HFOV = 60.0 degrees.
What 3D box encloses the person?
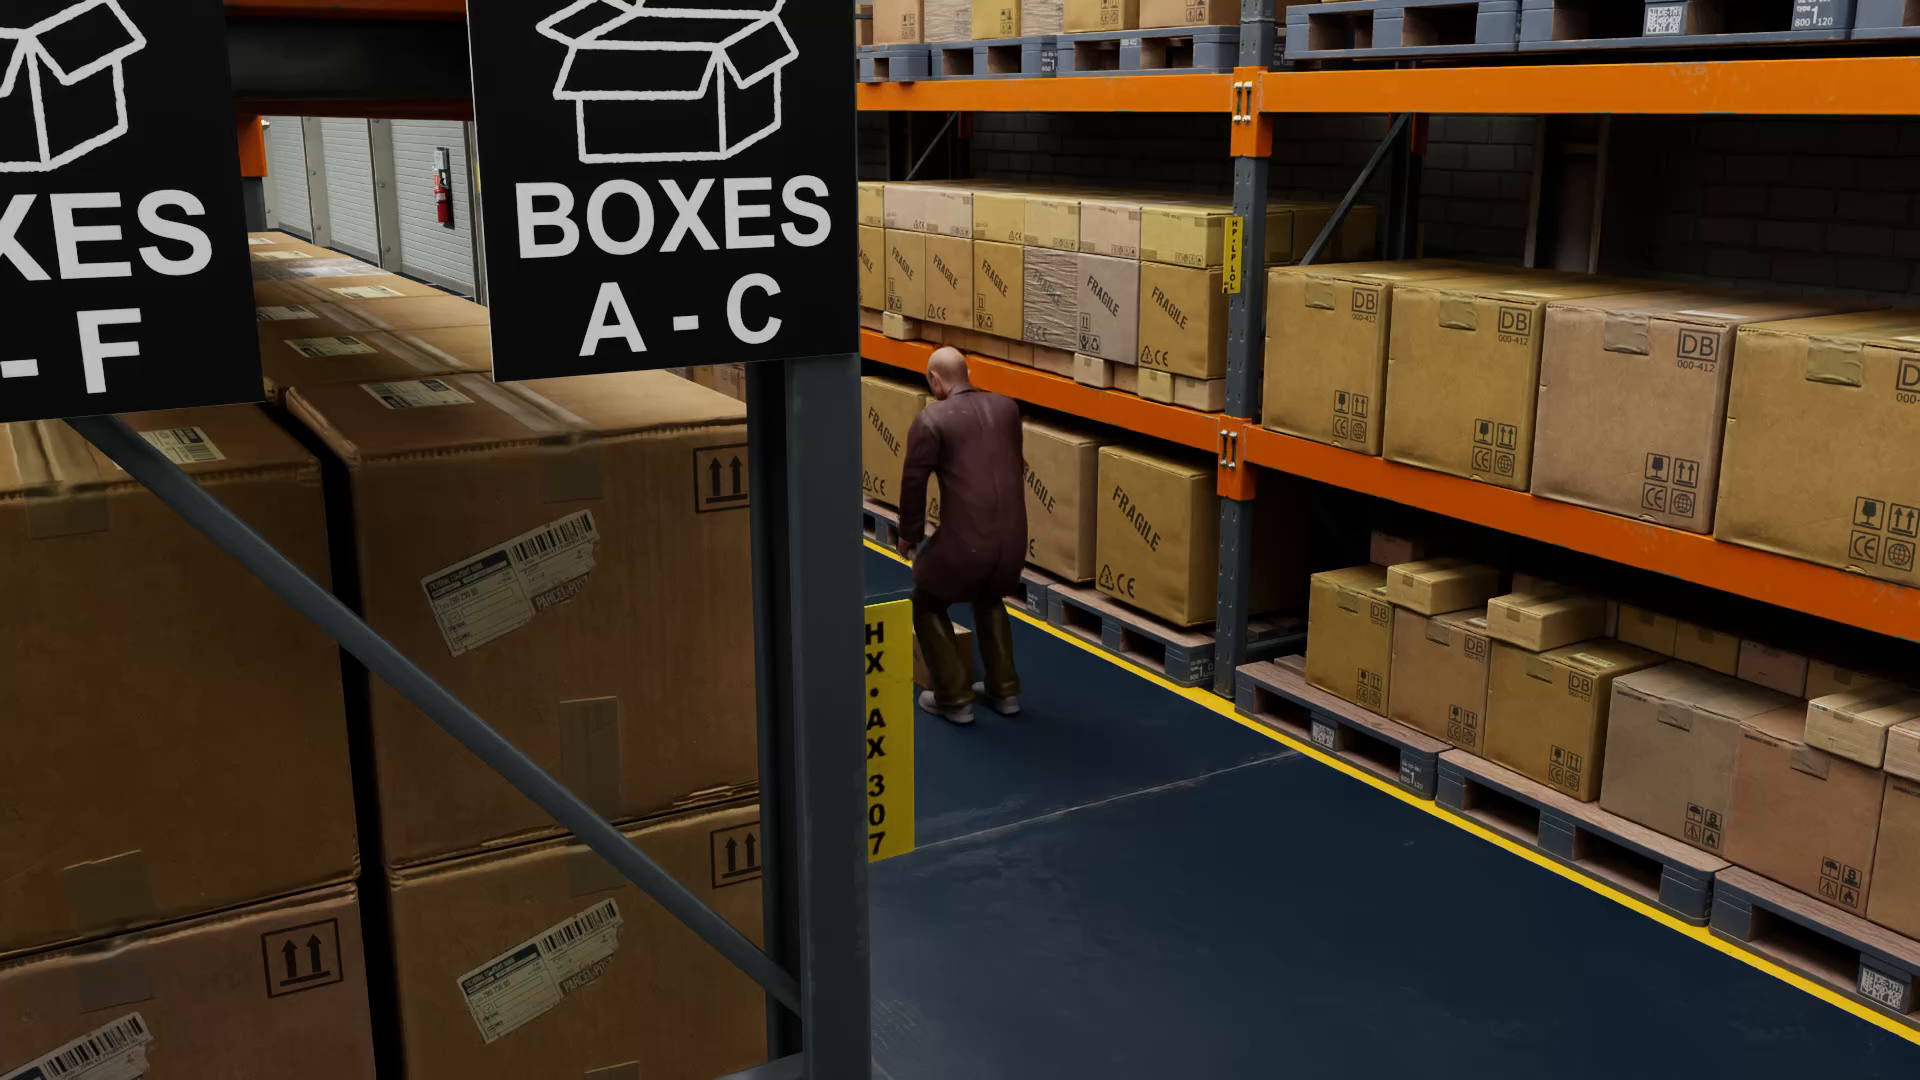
[{"bbox_3d":[0.024,-0.010,7.368,0.611,1.644,0.522,-8,17,-28],"label":"person"}]
